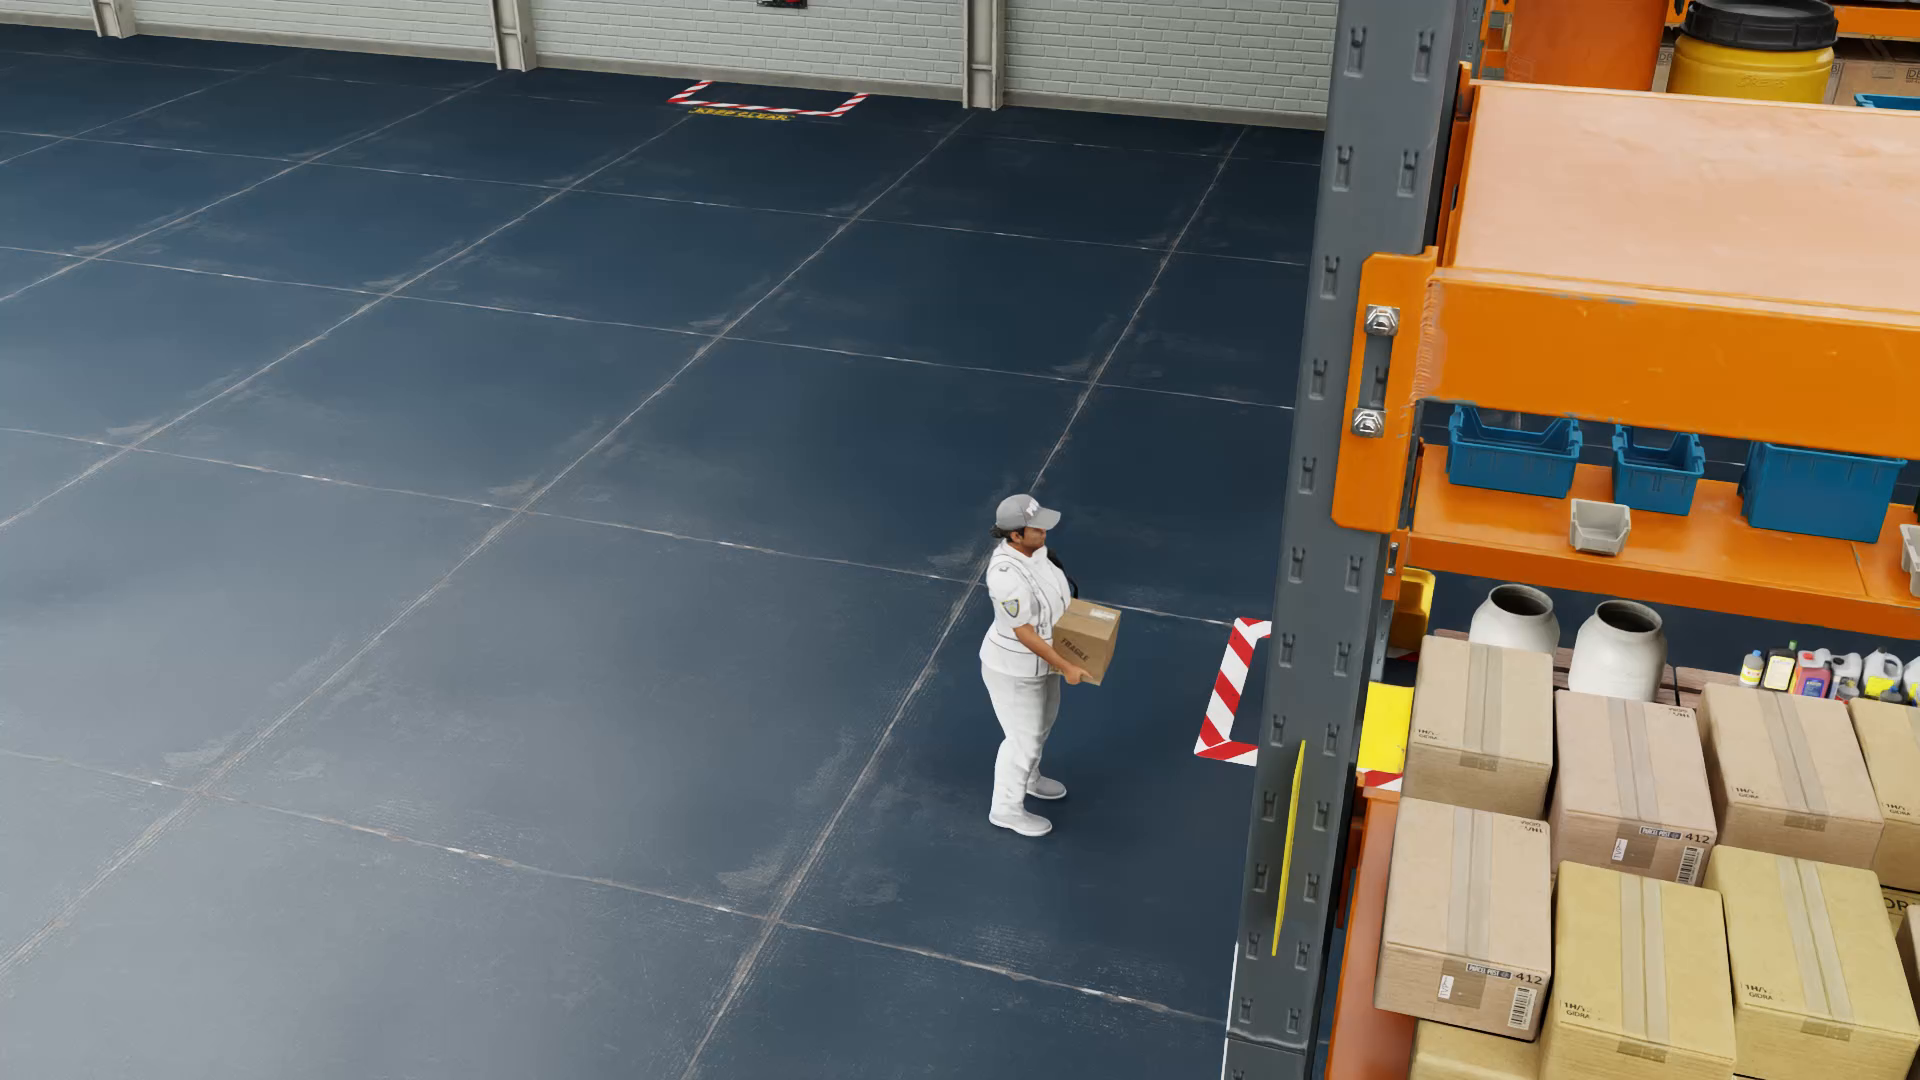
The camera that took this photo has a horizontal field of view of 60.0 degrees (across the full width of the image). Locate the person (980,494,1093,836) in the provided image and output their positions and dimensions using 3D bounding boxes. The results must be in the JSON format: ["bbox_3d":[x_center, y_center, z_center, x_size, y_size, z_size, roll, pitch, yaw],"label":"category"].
[{"bbox_3d":[0.371,0.559,7.517,0.541,1.657,0.455,9,31,16],"label":"person"}]
